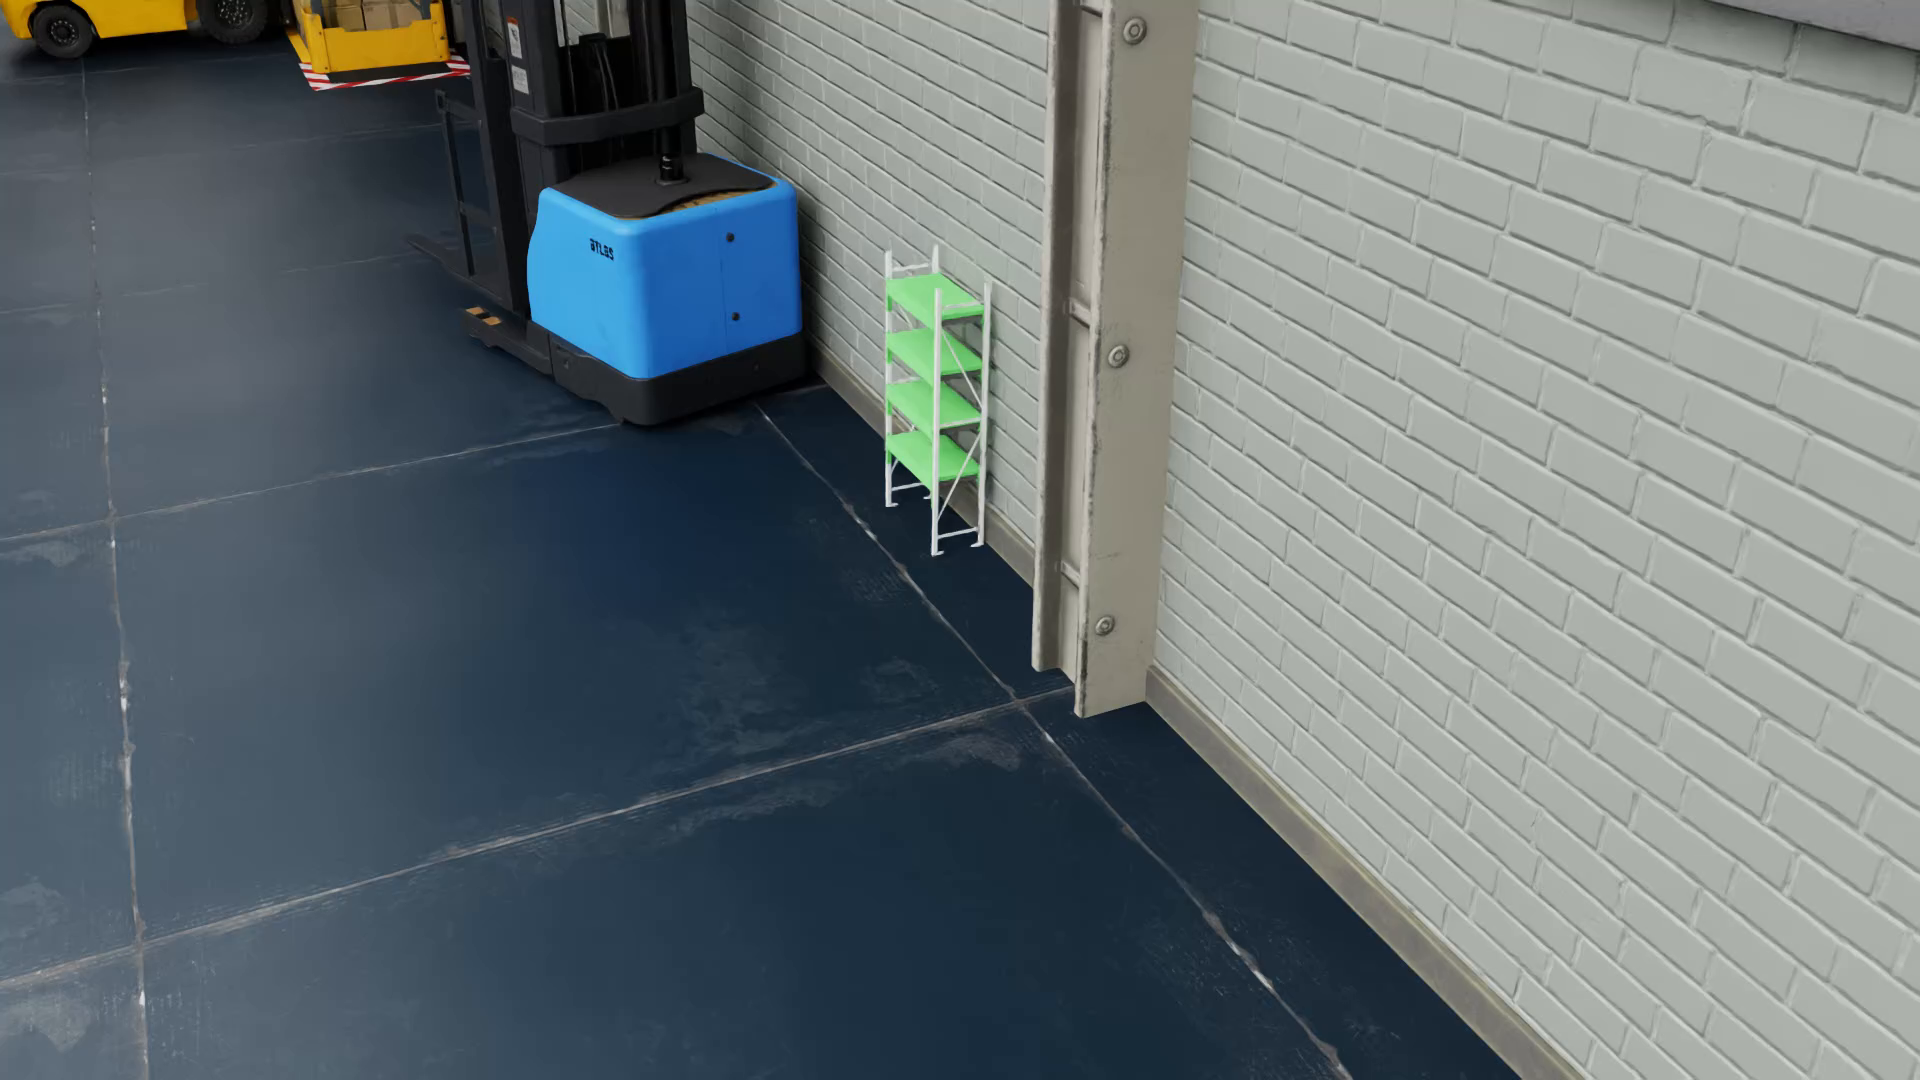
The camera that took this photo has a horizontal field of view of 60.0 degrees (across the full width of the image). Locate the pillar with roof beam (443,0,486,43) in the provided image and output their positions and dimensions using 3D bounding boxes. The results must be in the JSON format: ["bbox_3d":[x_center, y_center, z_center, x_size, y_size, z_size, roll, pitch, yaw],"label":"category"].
[{"bbox_3d":[-8.544,-7.787,11.937,9.100,9.000,0.400,-13,32,-22],"label":"pillar with roof beam"}]

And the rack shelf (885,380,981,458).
[{"bbox_3d":[-0.106,-0.535,7.101,0.258,0.148,0.480,-12,31,-23],"label":"rack shelf"}]

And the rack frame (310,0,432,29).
[{"bbox_3d":[-5.171,-5.578,14.130,1.000,3.000,0.127,-13,32,-22],"label":"rack frame"}]

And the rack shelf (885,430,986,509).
[{"bbox_3d":[-0.111,-0.324,7.216,0.258,0.148,0.480,-12,31,-23],"label":"rack shelf"}]

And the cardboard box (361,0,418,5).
[{"bbox_3d":[-5.185,-5.031,15.026,0.500,0.250,0.500,-12,32,-21],"label":"cardboard box"}]

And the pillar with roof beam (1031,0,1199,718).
[{"bbox_3d":[-3.392,-2.487,2.484,9.100,9.000,0.400,-13,32,-22],"label":"pillar with roof beam"}]

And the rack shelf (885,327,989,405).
[{"bbox_3d":[-0.101,-0.745,6.986,0.258,0.148,0.480,-12,31,-23],"label":"rack shelf"}]

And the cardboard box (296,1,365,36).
[{"bbox_3d":[-5.658,-4.703,14.952,0.500,0.250,0.500,-13,32,-22],"label":"cardboard box"}]

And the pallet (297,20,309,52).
[{"bbox_3d":[-5.537,-4.691,15.399,1.003,0.211,1.213,-13,32,-22],"label":"pallet"}]

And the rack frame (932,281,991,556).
[{"bbox_3d":[0.002,-0.483,6.879,0.240,1.200,0.015,-12,31,-23],"label":"rack frame"}]

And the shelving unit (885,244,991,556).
[{"bbox_3d":[-0.105,-0.591,7.070,0.258,1.200,0.503,-12,31,-23],"label":"shelving unit"}]

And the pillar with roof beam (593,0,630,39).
[{"bbox_3d":[-5.968,-5.137,7.210,9.100,9.000,0.400,-13,32,-22],"label":"pillar with roof beam"}]

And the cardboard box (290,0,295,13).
[{"bbox_3d":[-6.069,-5.147,15.745,0.500,0.250,0.500,-13,32,-21],"label":"cardboard box"}]

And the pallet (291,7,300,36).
[{"bbox_3d":[-6.056,-5.229,16.359,1.003,0.211,1.213,-13,32,-22],"label":"pallet"}]

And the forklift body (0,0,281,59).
[{"bbox_3d":[-7.632,-5.662,15.149,2.313,2.155,1.214,-13,32,-22],"label":"forklift body"}]

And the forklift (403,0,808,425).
[{"bbox_3d":[-2.137,-2.480,8.675,1.130,2.935,3.031,-23,37,-35],"label":"forklift"}]

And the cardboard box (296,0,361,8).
[{"bbox_3d":[-5.662,-4.929,14.844,0.500,0.250,0.500,-14,32,-23],"label":"cardboard box"}]

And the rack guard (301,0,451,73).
[{"bbox_3d":[-5.160,-4.477,14.723,1.175,0.500,0.348,-13,32,-22],"label":"rack guard"}]

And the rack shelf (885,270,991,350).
[{"bbox_3d":[-0.096,-0.956,6.871,0.258,0.148,0.480,-12,31,-23],"label":"rack shelf"}]

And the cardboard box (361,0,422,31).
[{"bbox_3d":[-5.205,-4.820,15.160,0.500,0.250,0.500,-13,32,-22],"label":"cardboard box"}]

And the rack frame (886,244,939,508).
[{"bbox_3d":[-0.212,-0.698,7.262,0.240,1.200,0.015,-12,31,-23],"label":"rack frame"}]

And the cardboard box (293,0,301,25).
[{"bbox_3d":[-5.863,-4.925,15.347,0.500,0.250,0.500,-13,32,-22],"label":"cardboard box"}]
